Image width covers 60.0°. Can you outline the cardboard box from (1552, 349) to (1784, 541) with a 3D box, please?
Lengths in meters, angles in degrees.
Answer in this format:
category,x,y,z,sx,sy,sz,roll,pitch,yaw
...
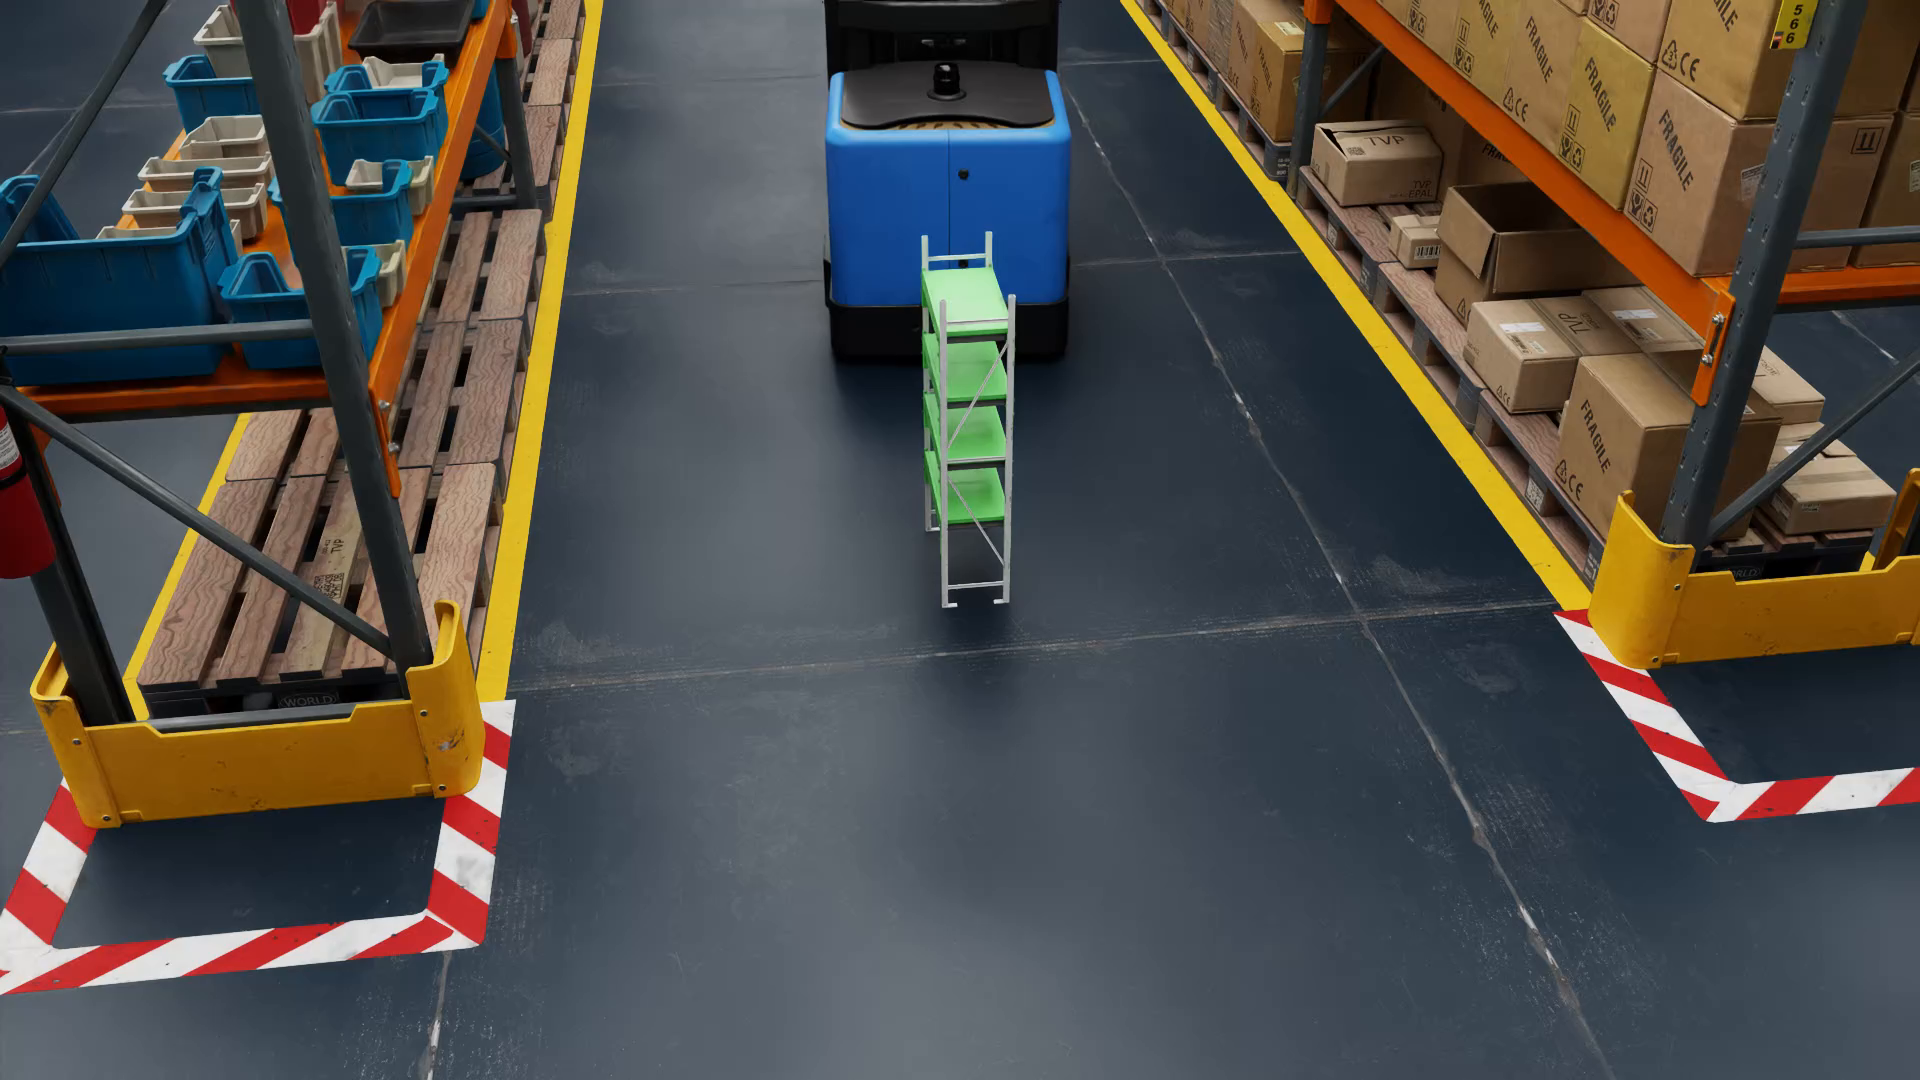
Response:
category,x,y,z,sx,sy,sz,roll,pitch,yaw
cardboard box,2.490,-0.329,5.898,0.500,0.500,0.500,-4,35,-6

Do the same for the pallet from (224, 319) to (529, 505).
category,x,y,z,sx,sy,sz,roll,pitch,yaw
pallet,-2.335,-0.513,6.815,1.003,0.211,1.213,-4,35,-6

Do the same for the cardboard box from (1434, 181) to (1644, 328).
category,x,y,z,sx,sy,sz,roll,pitch,yaw
cardboard box,2.527,-1.230,7.217,0.797,0.503,0.637,-4,35,-6

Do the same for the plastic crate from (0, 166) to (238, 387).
category,x,y,z,sx,sy,sz,roll,pitch,yaw
plastic crate,-2.332,-0.735,4.580,0.616,0.435,0.499,-4,35,-6

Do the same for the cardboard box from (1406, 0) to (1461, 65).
category,x,y,z,sx,sy,sz,roll,pitch,yaw
cardboard box,2.204,-2.299,6.871,0.500,0.500,0.500,-5,35,-7

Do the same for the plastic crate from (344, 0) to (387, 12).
category,x,y,z,sx,sy,sz,roll,pitch,yaw
plastic crate,-2.719,-2.400,7.289,0.396,0.136,0.243,-4,35,-6

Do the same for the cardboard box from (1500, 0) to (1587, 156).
category,x,y,z,sx,sy,sz,roll,pitch,yaw
cardboard box,2.342,-1.734,6.042,0.500,0.500,0.500,-4,34,-6

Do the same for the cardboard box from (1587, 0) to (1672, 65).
category,x,y,z,sx,sy,sz,roll,pitch,yaw
cardboard box,2.406,-1.859,5.338,0.500,0.500,0.500,-3,34,-5

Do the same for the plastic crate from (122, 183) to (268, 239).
category,x,y,z,sx,sy,sz,roll,pitch,yaw
plastic crate,-2.416,-1.042,5.297,0.396,0.136,0.243,-4,35,-6

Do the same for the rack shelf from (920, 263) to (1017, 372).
category,x,y,z,sx,sy,sz,roll,pitch,yaw
rack shelf,0.022,-0.747,5.542,0.258,0.148,0.480,-4,35,-6

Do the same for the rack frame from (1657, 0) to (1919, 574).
category,x,y,z,sx,sy,sz,roll,pitch,yaw
rack frame,2.807,-0.896,4.900,1.000,3.000,0.127,-4,35,-6

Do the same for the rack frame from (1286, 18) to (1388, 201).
category,x,y,z,sx,sy,sz,roll,pitch,yaw
rack frame,2.269,-3.128,8.176,1.000,3.000,0.127,-4,35,-6

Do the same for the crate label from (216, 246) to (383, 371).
category,x,y,z,sx,sy,sz,roll,pitch,yaw
crate label,-1.809,-0.641,4.622,0.416,0.233,0.303,-4,35,-6

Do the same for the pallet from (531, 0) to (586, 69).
category,x,y,z,sx,sy,sz,roll,pitch,yaw
pallet,-3.031,-3.398,11.048,1.003,0.211,1.213,-4,35,-6

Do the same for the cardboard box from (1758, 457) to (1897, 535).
category,x,y,z,sx,sy,sz,roll,pitch,yaw
cardboard box,3.091,-0.159,5.961,0.380,0.149,0.250,-4,35,-6

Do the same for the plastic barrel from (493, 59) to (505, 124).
category,x,y,z,sx,sy,sz,roll,pitch,yaw
plastic barrel,-2.792,-2.761,9.128,0.600,0.901,0.708,-4,35,-6

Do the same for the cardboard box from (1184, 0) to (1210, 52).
category,x,y,z,sx,sy,sz,roll,pitch,yaw
cardboard box,1.723,-3.370,10.361,0.500,0.500,0.500,-5,35,-8

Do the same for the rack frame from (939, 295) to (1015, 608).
category,x,y,z,sx,sy,sz,roll,pitch,yaw
rack frame,0.055,-0.267,5.577,0.240,1.200,0.015,-4,35,-6

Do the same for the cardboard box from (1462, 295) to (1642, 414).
category,x,y,z,sx,sy,sz,roll,pitch,yaw
cardboard box,2.391,-0.758,6.750,0.500,0.250,0.500,-4,35,-6

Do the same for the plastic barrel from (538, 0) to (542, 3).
category,x,y,z,sx,sy,sz,roll,pitch,yaw
plastic barrel,-3.095,-3.992,10.998,0.600,0.830,0.708,-4,35,-6

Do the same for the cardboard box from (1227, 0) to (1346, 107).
category,x,y,z,sx,sy,sz,roll,pitch,yaw
cardboard box,1.860,-2.807,9.534,0.500,0.500,0.500,-4,35,-6

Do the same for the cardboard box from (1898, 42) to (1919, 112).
category,x,y,z,sx,sy,sz,roll,pitch,yaw
cardboard box,3.008,-1.618,4.983,0.500,0.500,0.500,-3,34,-5

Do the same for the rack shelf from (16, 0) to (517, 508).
category,x,y,z,sx,sy,sz,roll,pitch,yaw
rack shelf,-2.371,-1.341,6.193,1.077,0.370,4.000,-4,35,-6

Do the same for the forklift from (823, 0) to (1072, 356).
category,x,y,z,sx,sy,sz,roll,pitch,yaw
forklift,-0.093,-2.819,7.784,1.130,2.935,3.031,-1,34,-2

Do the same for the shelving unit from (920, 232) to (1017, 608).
category,x,y,z,sx,sy,sz,roll,pitch,yaw
shelving unit,0.022,-0.403,5.777,0.258,1.200,0.503,-4,35,-6

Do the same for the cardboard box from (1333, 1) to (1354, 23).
category,x,y,z,sx,sy,sz,roll,pitch,yaw
cardboard box,2.362,-2.862,9.615,0.500,0.500,0.500,-4,34,-6

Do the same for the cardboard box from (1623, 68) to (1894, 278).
category,x,y,z,sx,sy,sz,roll,pitch,yaw
cardboard box,2.477,-1.166,5.209,0.500,0.500,0.500,-3,34,-5

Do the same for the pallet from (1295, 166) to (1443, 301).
category,x,y,z,sx,sy,sz,roll,pitch,yaw
pallet,2.360,-1.592,8.399,1.003,0.211,1.213,-4,35,-6

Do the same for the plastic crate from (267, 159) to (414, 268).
category,x,y,z,sx,sy,sz,roll,pitch,yaw
plastic crate,-1.898,-1.008,5.161,0.416,0.233,0.300,-4,35,-6

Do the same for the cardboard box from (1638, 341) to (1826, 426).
category,x,y,z,sx,sy,sz,roll,pitch,yaw
cardboard box,2.947,-0.545,6.437,0.500,0.250,0.500,-4,35,-6

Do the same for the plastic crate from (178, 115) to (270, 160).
category,x,y,z,sx,sy,sz,roll,pitch,yaw
plastic crate,-2.536,-1.360,5.763,0.298,0.136,0.250,-4,35,-6

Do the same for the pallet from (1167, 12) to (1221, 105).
category,x,y,z,sx,sy,sz,roll,pitch,yaw
pallet,1.955,-3.109,10.624,1.003,0.211,1.213,-4,35,-6

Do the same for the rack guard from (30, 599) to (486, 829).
category,x,y,z,sx,sy,sz,roll,pitch,yaw
rack guard,-2.086,0.523,5.039,1.175,0.500,0.348,-4,35,-6

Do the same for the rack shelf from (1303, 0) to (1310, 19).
category,x,y,z,sx,sy,sz,roll,pitch,yaw
rack shelf,2.000,-3.946,10.016,1.077,0.370,4.000,-4,35,-6

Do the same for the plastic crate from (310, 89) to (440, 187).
category,x,y,z,sx,sy,sz,roll,pitch,yaw
plastic crate,-1.986,-1.376,5.700,0.416,0.233,0.300,-4,35,-6

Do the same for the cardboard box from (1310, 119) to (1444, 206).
category,x,y,z,sx,sy,sz,roll,pitch,yaw
cardboard box,2.111,-1.948,8.441,0.500,0.311,0.500,-4,35,-6

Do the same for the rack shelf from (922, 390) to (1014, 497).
category,x,y,z,sx,sy,sz,roll,pitch,yaw
rack shelf,0.022,-0.351,5.813,0.258,0.148,0.480,-4,35,-6

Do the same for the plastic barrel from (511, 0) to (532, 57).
category,x,y,z,sx,sy,sz,roll,pitch,yaw
plastic barrel,-2.943,-3.262,10.141,0.600,0.588,0.708,-4,35,-6

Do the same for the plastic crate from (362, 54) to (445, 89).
category,x,y,z,sx,sy,sz,roll,pitch,yaw
plastic crate,-2.108,-1.721,6.293,0.293,0.136,0.466,-4,35,-6

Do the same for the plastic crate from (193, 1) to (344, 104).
category,x,y,z,sx,sy,sz,roll,pitch,yaw
plastic crate,-2.617,-1.864,6.374,0.437,0.282,0.530,-4,35,-6

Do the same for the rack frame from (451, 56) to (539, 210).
category,x,y,z,sx,sy,sz,roll,pitch,yaw
rack frame,-2.640,-2.755,7.628,1.000,3.000,0.127,-4,35,-6

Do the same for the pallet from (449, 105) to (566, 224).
category,x,y,z,sx,sy,sz,roll,pitch,yaw
pallet,-2.703,-2.036,9.050,1.003,0.211,1.213,-4,35,-6

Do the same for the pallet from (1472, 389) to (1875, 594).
category,x,y,z,sx,sy,sz,roll,pitch,yaw
pallet,2.688,-0.230,6.401,1.003,0.211,1.213,-4,35,-6
